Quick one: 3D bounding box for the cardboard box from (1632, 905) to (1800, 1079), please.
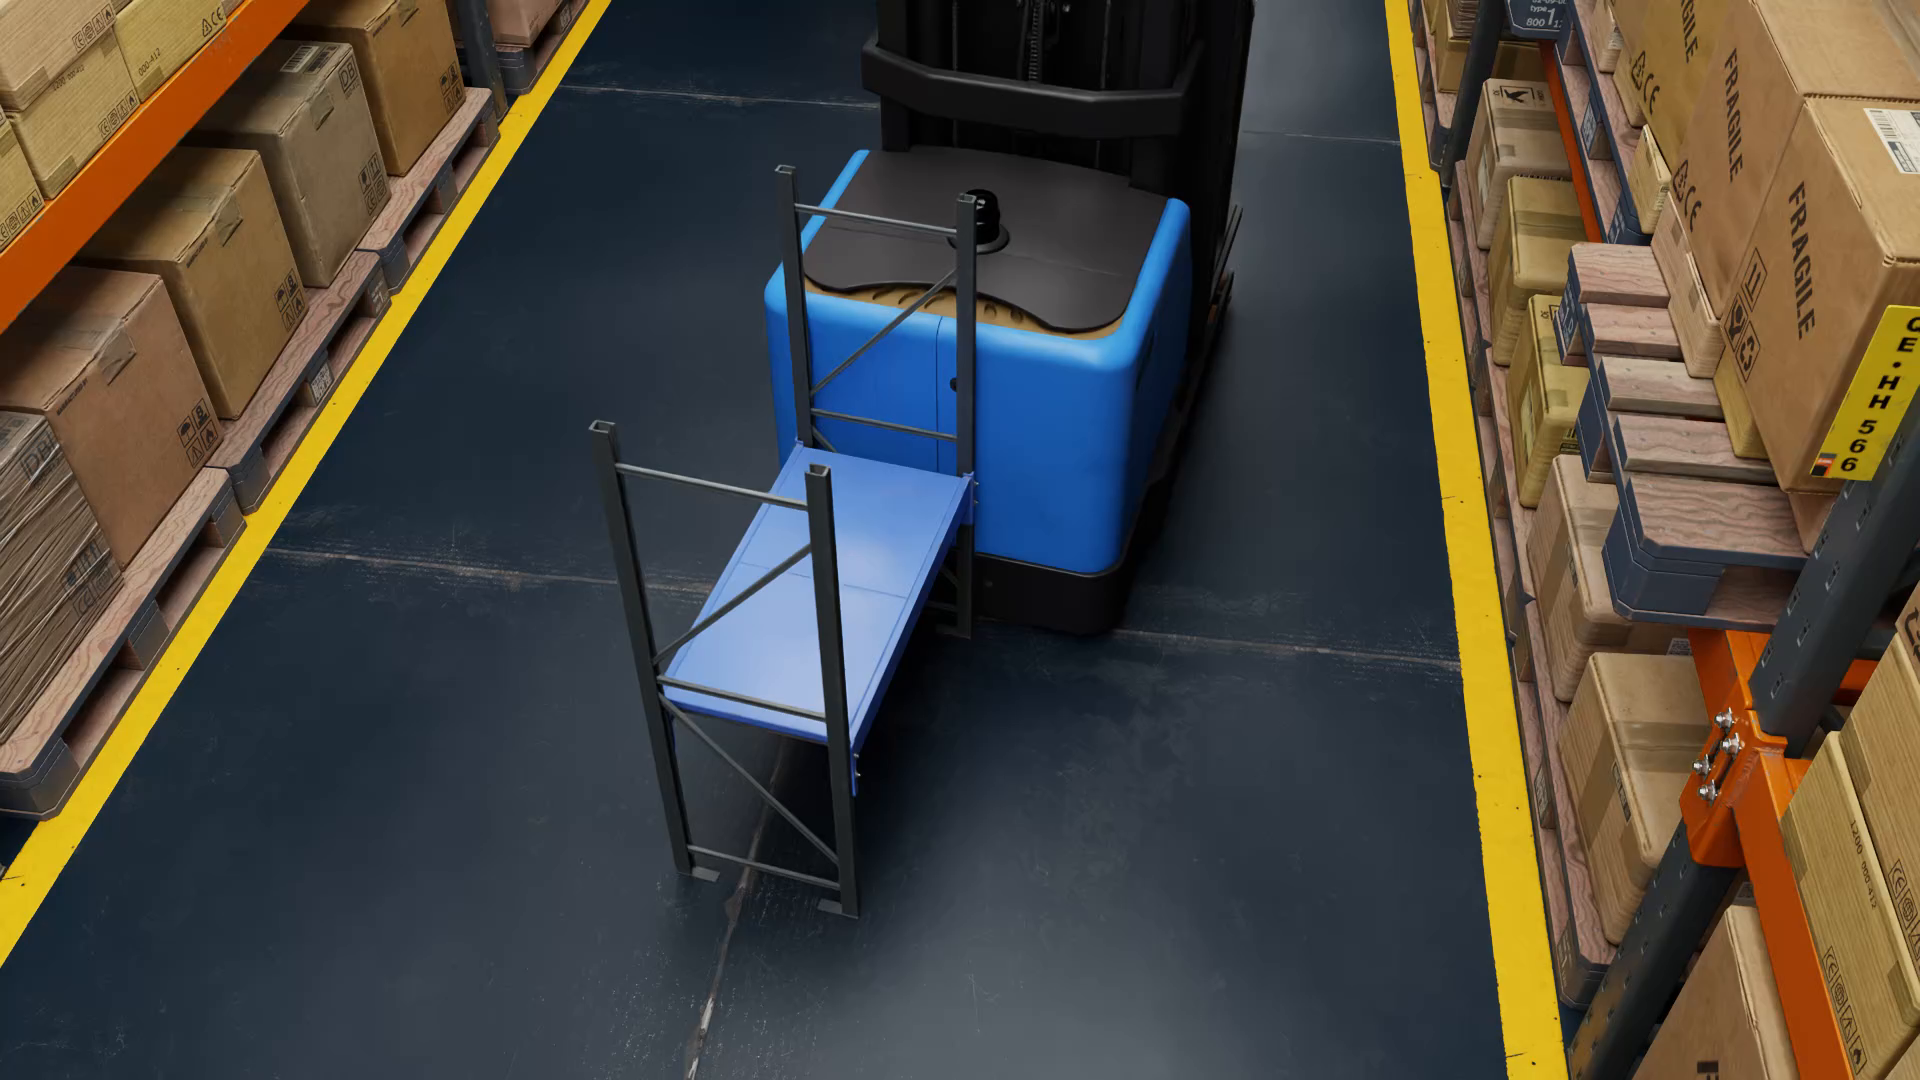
[{"bbox_3d":[1.758,1.301,2.935,0.875,0.875,0.875,5,44,5],"label":"cardboard box"}]

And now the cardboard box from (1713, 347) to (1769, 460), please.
[{"bbox_3d":[1.705,-0.277,3.238,0.380,0.149,0.250,6,44,6],"label":"cardboard box"}]

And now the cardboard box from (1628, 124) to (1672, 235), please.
[{"bbox_3d":[1.758,-0.812,3.804,0.380,0.149,0.250,6,44,6],"label":"cardboard box"}]

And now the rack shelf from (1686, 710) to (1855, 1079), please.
[{"bbox_3d":[1.667,1.843,1.646,1.077,0.370,4.000,5,44,6],"label":"rack shelf"}]

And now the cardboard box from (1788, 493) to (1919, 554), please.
[{"bbox_3d":[1.741,-0.088,3.038,0.380,0.149,0.250,7,44,7],"label":"cardboard box"}]

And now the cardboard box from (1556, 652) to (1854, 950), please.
[{"bbox_3d":[2.016,0.636,4.003,0.950,0.372,0.625,3,43,3],"label":"cardboard box"}]

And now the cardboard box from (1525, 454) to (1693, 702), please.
[{"bbox_3d":[2.106,0.132,4.534,0.950,0.372,0.625,4,44,5],"label":"cardboard box"}]

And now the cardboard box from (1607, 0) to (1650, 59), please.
[{"bbox_3d":[1.912,-1.483,4.040,0.500,0.500,0.500,4,44,4],"label":"cardboard box"}]

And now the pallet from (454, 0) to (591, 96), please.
[{"bbox_3d":[-2.314,-2.482,7.718,1.003,0.211,1.213,5,44,6],"label":"pallet"}]

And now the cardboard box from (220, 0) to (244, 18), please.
[{"bbox_3d":[-2.425,-1.856,5.137,0.500,0.250,0.500,5,44,6],"label":"cardboard box"}]

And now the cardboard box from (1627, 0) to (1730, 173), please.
[{"bbox_3d":[1.839,-1.111,3.647,0.500,0.500,0.500,3,43,3],"label":"cardboard box"}]

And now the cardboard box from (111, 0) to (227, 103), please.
[{"bbox_3d":[-2.485,-1.503,4.765,0.500,0.250,0.500,7,44,7],"label":"cardboard box"}]

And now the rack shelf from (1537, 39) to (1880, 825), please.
[{"bbox_3d":[2.196,-0.883,4.525,1.077,0.370,4.000,5,44,6],"label":"rack shelf"}]

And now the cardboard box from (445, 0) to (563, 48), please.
[{"bbox_3d":[-2.068,-2.410,7.308,0.500,0.250,0.500,6,44,6],"label":"cardboard box"}]

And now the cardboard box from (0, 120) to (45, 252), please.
[{"bbox_3d":[-2.617,-0.798,4.021,0.500,0.250,0.500,4,44,5],"label":"cardboard box"}]

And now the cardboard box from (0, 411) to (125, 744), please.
[{"bbox_3d":[-2.893,0.056,4.431,0.875,0.625,0.625,7,44,7],"label":"cardboard box"}]

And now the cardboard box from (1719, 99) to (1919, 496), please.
[{"bbox_3d":[1.716,-0.414,2.911,0.500,0.500,0.500,4,44,4],"label":"cardboard box"}]

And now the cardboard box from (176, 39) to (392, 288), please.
[{"bbox_3d":[-2.628,-1.362,5.928,0.875,0.625,0.625,5,44,5],"label":"cardboard box"}]

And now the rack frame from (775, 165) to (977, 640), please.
[{"bbox_3d":[-0.203,-0.306,4.483,0.500,1.500,0.032,12,45,12],"label":"rack frame"}]

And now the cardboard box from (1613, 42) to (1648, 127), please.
[{"bbox_3d":[1.868,-1.151,4.161,0.380,0.149,0.250,4,44,4],"label":"cardboard box"}]

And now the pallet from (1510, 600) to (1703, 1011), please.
[{"bbox_3d":[2.036,0.698,4.359,1.003,0.211,1.213,5,44,6],"label":"pallet"}]

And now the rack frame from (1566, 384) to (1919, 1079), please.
[{"bbox_3d":[1.931,0.218,2.838,1.000,3.000,0.127,5,44,6],"label":"rack frame"}]

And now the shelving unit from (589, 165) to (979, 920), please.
[{"bbox_3d":[-0.349,0.028,4.129,0.538,1.500,1.048,12,45,12],"label":"shelving unit"}]

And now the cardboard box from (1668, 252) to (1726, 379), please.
[{"bbox_3d":[1.694,-0.453,3.424,0.380,0.149,0.250,5,44,5],"label":"cardboard box"}]

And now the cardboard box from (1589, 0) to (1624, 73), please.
[{"bbox_3d":[1.874,-1.335,4.356,0.380,0.149,0.250,7,44,7],"label":"cardboard box"}]

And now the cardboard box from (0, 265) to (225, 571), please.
[{"bbox_3d":[-2.815,-0.390,4.902,0.875,0.625,0.625,7,44,7],"label":"cardboard box"}]

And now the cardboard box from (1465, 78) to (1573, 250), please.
[{"bbox_3d":[2.393,-1.348,6.098,0.950,0.372,0.625,6,44,6],"label":"cardboard box"}]

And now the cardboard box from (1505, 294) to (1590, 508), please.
[{"bbox_3d":[2.211,-0.384,5.080,0.950,0.372,0.625,7,44,7],"label":"cardboard box"}]

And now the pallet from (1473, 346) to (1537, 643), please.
[{"bbox_3d":[2.200,-0.131,5.234,1.003,0.211,1.213,5,44,6],"label":"pallet"}]

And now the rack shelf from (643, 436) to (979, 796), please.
[{"bbox_3d":[-0.349,0.159,4.253,0.538,0.185,1.000,12,45,12],"label":"rack shelf"}]

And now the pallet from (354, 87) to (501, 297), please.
[{"bbox_3d":[-2.519,-1.438,6.615,1.003,0.211,1.213,5,44,6],"label":"pallet"}]

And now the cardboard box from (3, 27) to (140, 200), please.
[{"bbox_3d":[-2.556,-1.150,4.392,0.500,0.250,0.500,4,44,4],"label":"cardboard box"}]

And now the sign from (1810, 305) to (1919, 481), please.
[{"bbox_3d":[1.392,-0.216,2.512,0.100,0.325,0.005,5,44,6],"label":"sign"}]

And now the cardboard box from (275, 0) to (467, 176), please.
[{"bbox_3d":[-2.518,-1.890,6.486,0.875,0.625,0.625,7,44,7],"label":"cardboard box"}]

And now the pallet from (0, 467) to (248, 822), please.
[{"bbox_3d":[-2.842,0.225,4.859,1.003,0.211,1.213,5,44,6],"label":"pallet"}]

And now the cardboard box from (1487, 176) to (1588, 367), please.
[{"bbox_3d":[2.302,-0.858,5.580,0.950,0.372,0.625,8,44,8],"label":"cardboard box"}]

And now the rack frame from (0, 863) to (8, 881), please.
[{"bbox_3d":[-2.989,-0.230,3.312,1.000,3.000,0.127,5,44,6],"label":"rack frame"}]

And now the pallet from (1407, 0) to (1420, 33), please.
[{"bbox_3d":[2.673,-2.790,8.043,1.003,0.211,1.213,5,44,6],"label":"pallet"}]

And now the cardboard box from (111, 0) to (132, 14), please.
[{"bbox_3d":[-2.491,-1.684,4.593,0.500,0.250,0.500,6,44,6],"label":"cardboard box"}]

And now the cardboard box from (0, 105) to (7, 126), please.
[{"bbox_3d":[-2.621,-0.979,3.847,0.500,0.250,0.500,7,44,7],"label":"cardboard box"}]

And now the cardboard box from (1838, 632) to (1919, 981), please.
[{"bbox_3d":[1.620,0.414,2.376,0.500,0.250,0.500,5,44,5],"label":"cardboard box"}]

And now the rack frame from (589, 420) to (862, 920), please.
[{"bbox_3d":[-0.494,0.363,3.776,0.500,1.500,0.032,12,45,12],"label":"rack frame"}]

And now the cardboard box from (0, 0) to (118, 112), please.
[{"bbox_3d":[-2.534,-1.334,4.222,0.500,0.250,0.500,4,44,4],"label":"cardboard box"}]

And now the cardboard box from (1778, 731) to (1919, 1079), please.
[{"bbox_3d":[1.617,0.583,2.561,0.500,0.250,0.500,5,44,5],"label":"cardboard box"}]

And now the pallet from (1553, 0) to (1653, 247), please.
[{"bbox_3d":[2.153,-1.065,4.332,1.003,0.211,1.213,5,44,6],"label":"pallet"}]

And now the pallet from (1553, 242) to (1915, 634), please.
[{"bbox_3d":[1.920,-0.207,3.427,1.213,0.211,1.003,5,44,6],"label":"pallet"}]

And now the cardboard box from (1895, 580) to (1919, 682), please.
[{"bbox_3d":[1.624,0.133,2.128,0.500,0.500,0.500,4,44,4],"label":"cardboard box"}]

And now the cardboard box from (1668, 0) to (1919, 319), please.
[{"bbox_3d":[1.773,-0.767,3.284,0.500,0.500,0.500,5,44,5],"label":"cardboard box"}]

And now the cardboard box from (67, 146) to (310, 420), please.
[{"bbox_3d":[-2.726,-0.849,5.387,0.875,0.625,0.625,4,44,4],"label":"cardboard box"}]

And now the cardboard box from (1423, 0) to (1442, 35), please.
[{"bbox_3d":[2.332,-2.453,7.353,0.500,0.250,0.500,4,44,4],"label":"cardboard box"}]

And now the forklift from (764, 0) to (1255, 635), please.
[{"bbox_3d":[0.370,-1.817,5.037,1.130,2.935,3.031,12,45,12],"label":"forklift"}]

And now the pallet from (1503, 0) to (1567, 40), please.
[{"bbox_3d":[2.215,-1.930,5.247,1.003,0.211,1.213,5,44,6],"label":"pallet"}]

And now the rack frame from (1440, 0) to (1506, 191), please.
[{"bbox_3d":[2.460,-2.508,5.717,1.000,3.000,0.127,5,44,6],"label":"rack frame"}]

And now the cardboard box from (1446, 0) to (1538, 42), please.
[{"bbox_3d":[2.272,-2.362,6.712,0.500,0.500,0.500,5,44,5],"label":"cardboard box"}]

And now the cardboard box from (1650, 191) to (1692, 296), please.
[{"bbox_3d":[1.735,-0.624,3.604,0.380,0.149,0.250,3,44,4],"label":"cardboard box"}]

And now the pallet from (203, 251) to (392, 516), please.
[{"bbox_3d":[-2.678,-0.604,5.735,1.003,0.211,1.213,5,44,6],"label":"pallet"}]

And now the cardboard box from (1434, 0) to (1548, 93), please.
[{"bbox_3d":[2.272,-2.089,6.969,0.500,0.250,0.500,7,44,7],"label":"cardboard box"}]

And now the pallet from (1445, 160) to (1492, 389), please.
[{"bbox_3d":[2.359,-0.964,6.115,1.003,0.211,1.213,5,44,6],"label":"pallet"}]

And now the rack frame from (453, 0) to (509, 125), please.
[{"bbox_3d":[-2.460,-2.956,6.191,1.000,3.000,0.127,5,44,6],"label":"rack frame"}]

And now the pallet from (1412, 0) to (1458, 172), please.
[{"bbox_3d":[2.514,-1.956,7.162,1.003,0.211,1.213,5,44,6],"label":"pallet"}]
